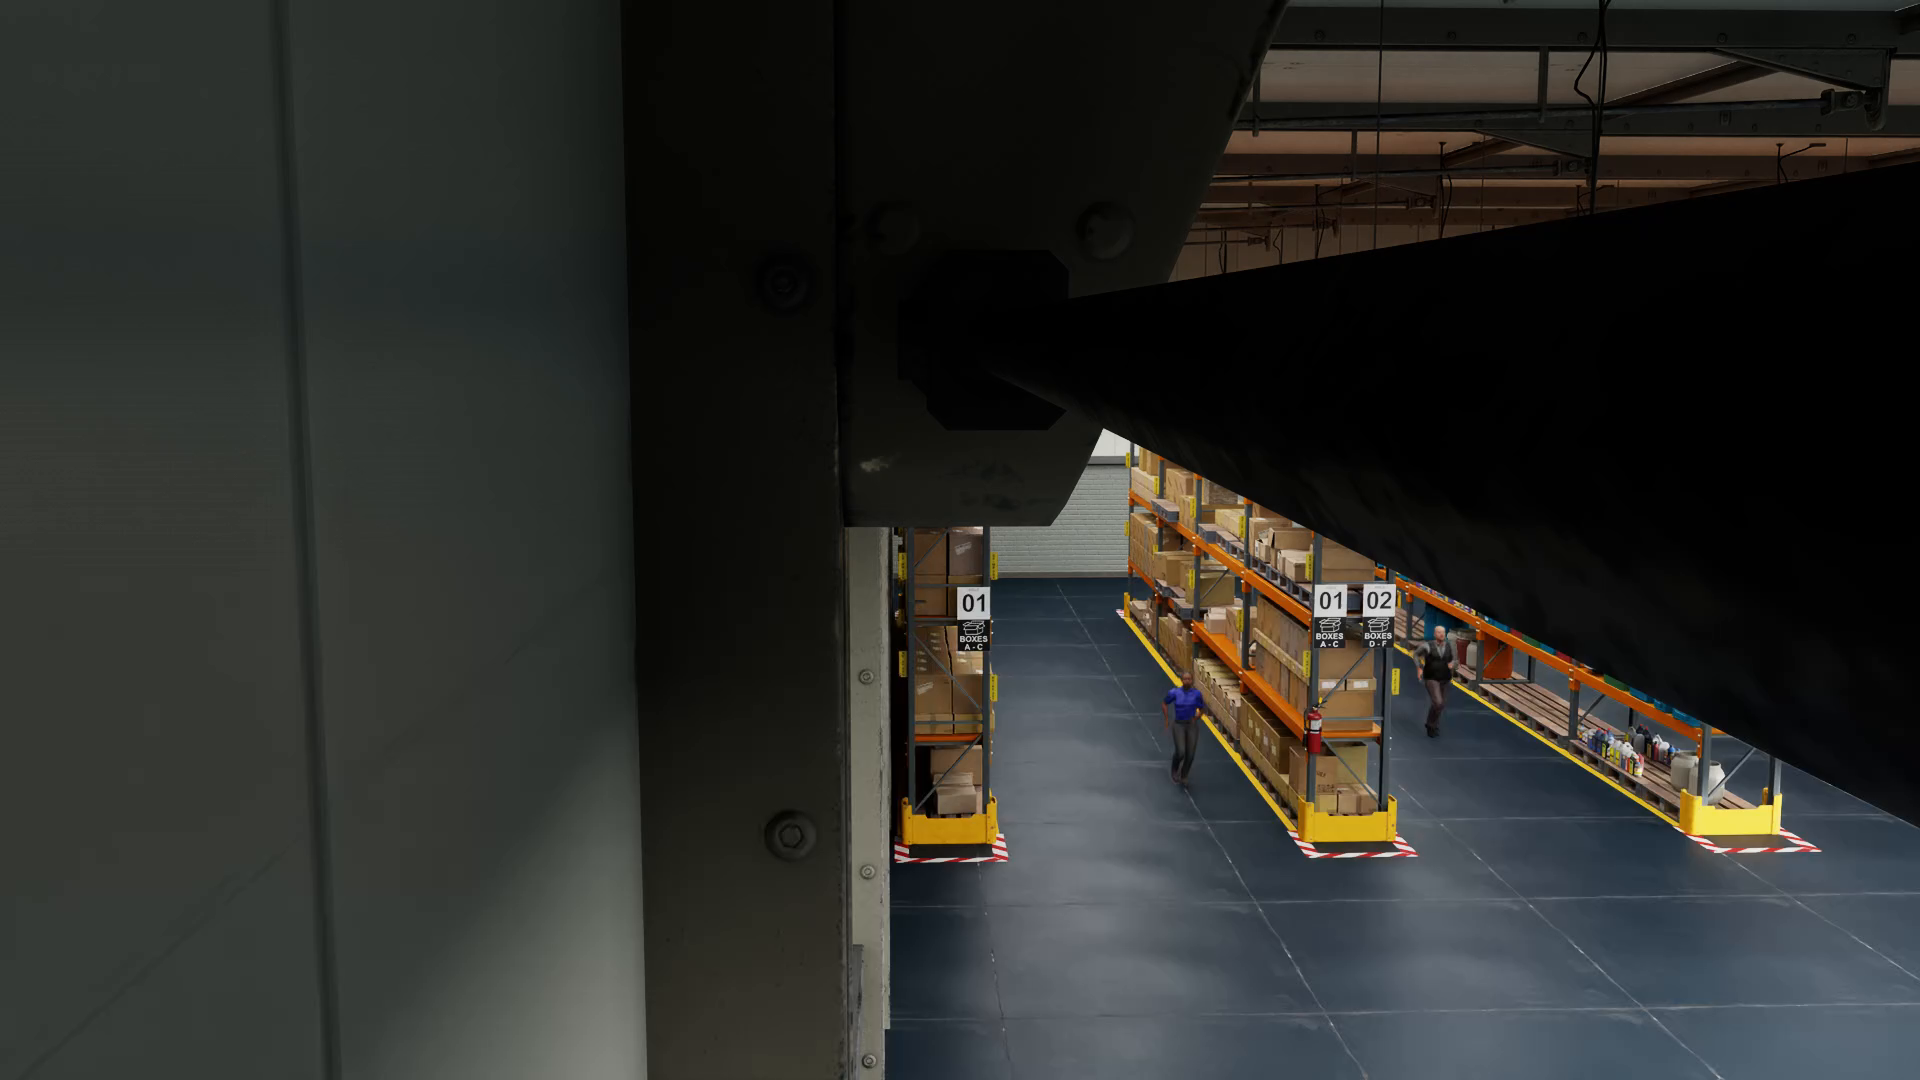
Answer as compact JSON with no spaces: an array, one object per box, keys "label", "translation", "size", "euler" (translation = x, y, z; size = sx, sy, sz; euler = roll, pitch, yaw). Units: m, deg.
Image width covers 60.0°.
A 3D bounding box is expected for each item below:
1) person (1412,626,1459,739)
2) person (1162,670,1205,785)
[{"label":"person","translation":[7.393,2.199,25.713],"size":[0.612,1.746,0.725],"euler":[-2,7,-12]},{"label":"person","translation":[3.093,2.604,22.856],"size":[0.557,1.618,0.596],"euler":[-1,7,-4]}]
